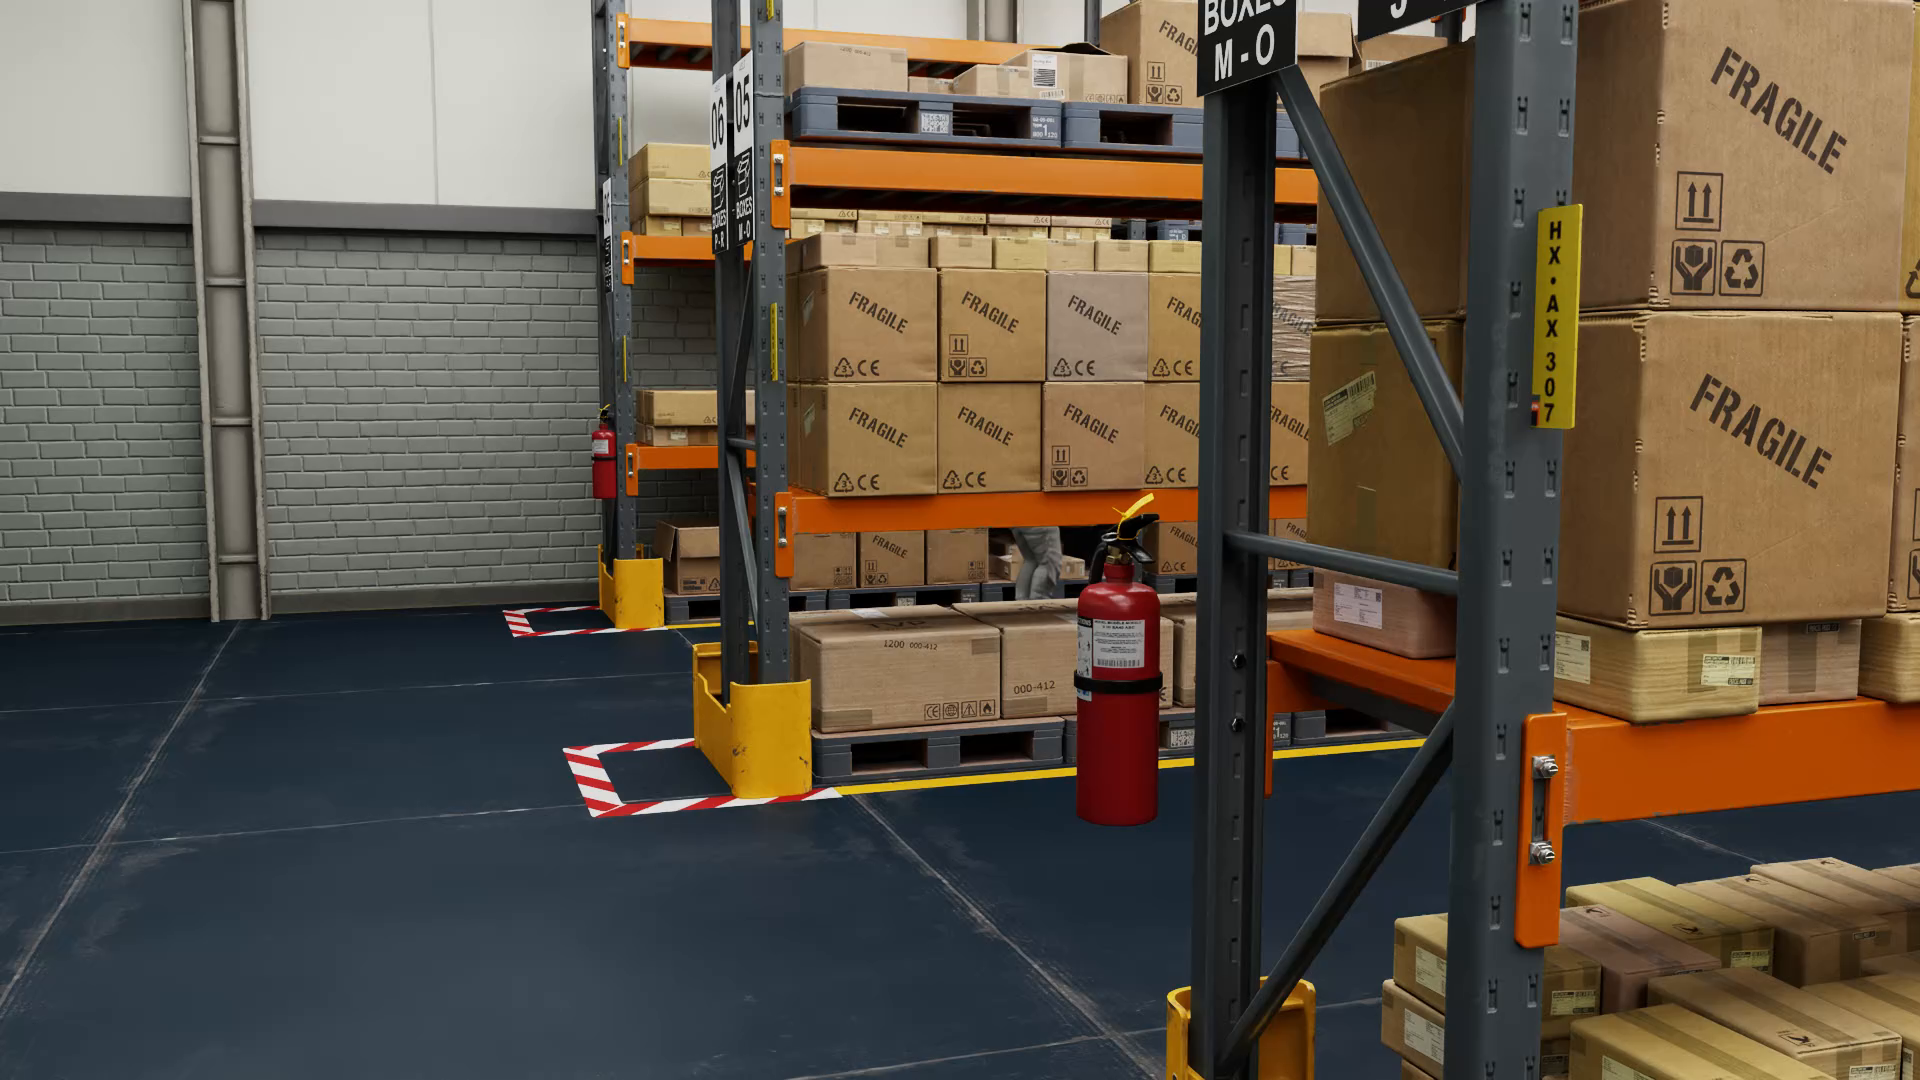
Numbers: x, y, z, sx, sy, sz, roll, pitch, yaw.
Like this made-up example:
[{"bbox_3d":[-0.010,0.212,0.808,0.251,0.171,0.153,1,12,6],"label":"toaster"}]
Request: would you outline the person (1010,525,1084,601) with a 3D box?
[{"bbox_3d":[0.607,-0.173,11.918,0.581,1.638,0.452,-2,6,-20],"label":"person"}]
